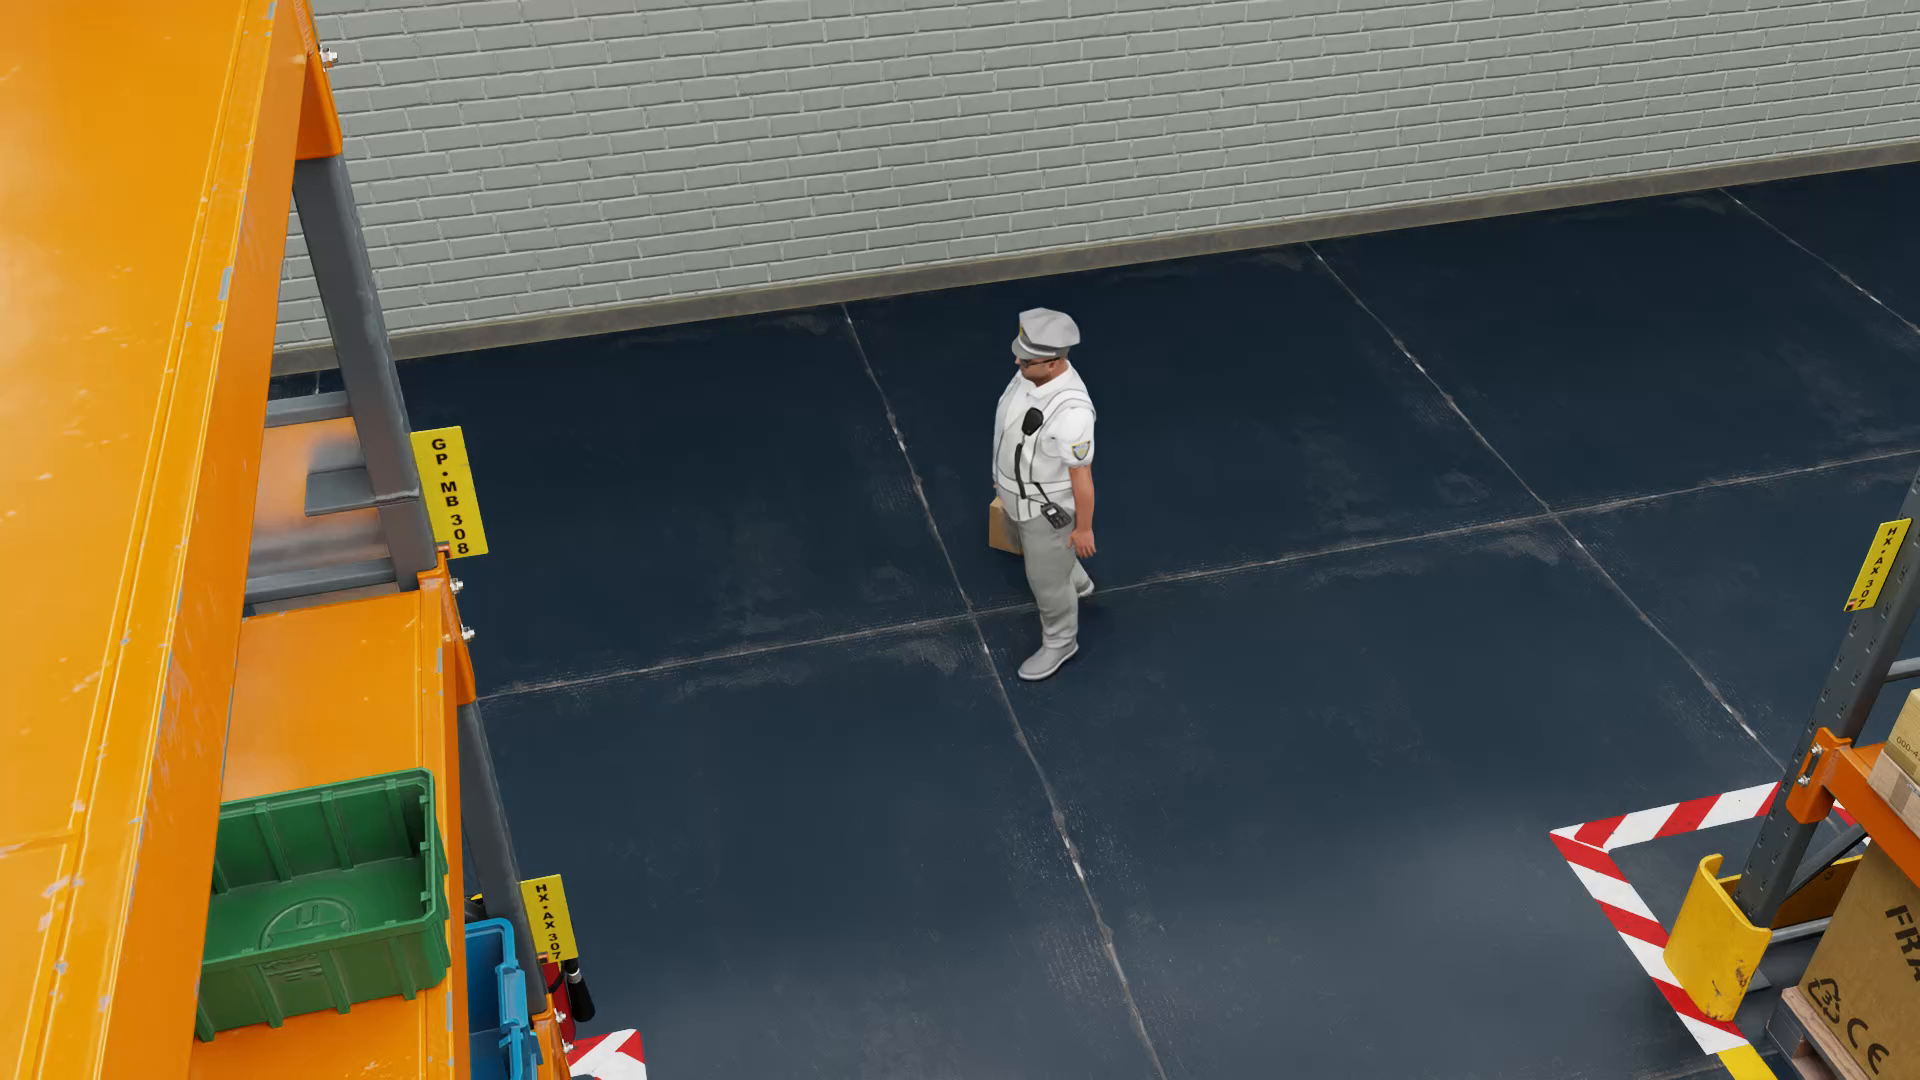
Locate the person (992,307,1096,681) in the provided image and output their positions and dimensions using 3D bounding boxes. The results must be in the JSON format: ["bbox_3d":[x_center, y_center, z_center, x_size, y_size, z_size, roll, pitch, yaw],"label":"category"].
[{"bbox_3d":[0.378,-0.250,7.025,0.559,1.743,0.736,-11,39,-13],"label":"person"}]
